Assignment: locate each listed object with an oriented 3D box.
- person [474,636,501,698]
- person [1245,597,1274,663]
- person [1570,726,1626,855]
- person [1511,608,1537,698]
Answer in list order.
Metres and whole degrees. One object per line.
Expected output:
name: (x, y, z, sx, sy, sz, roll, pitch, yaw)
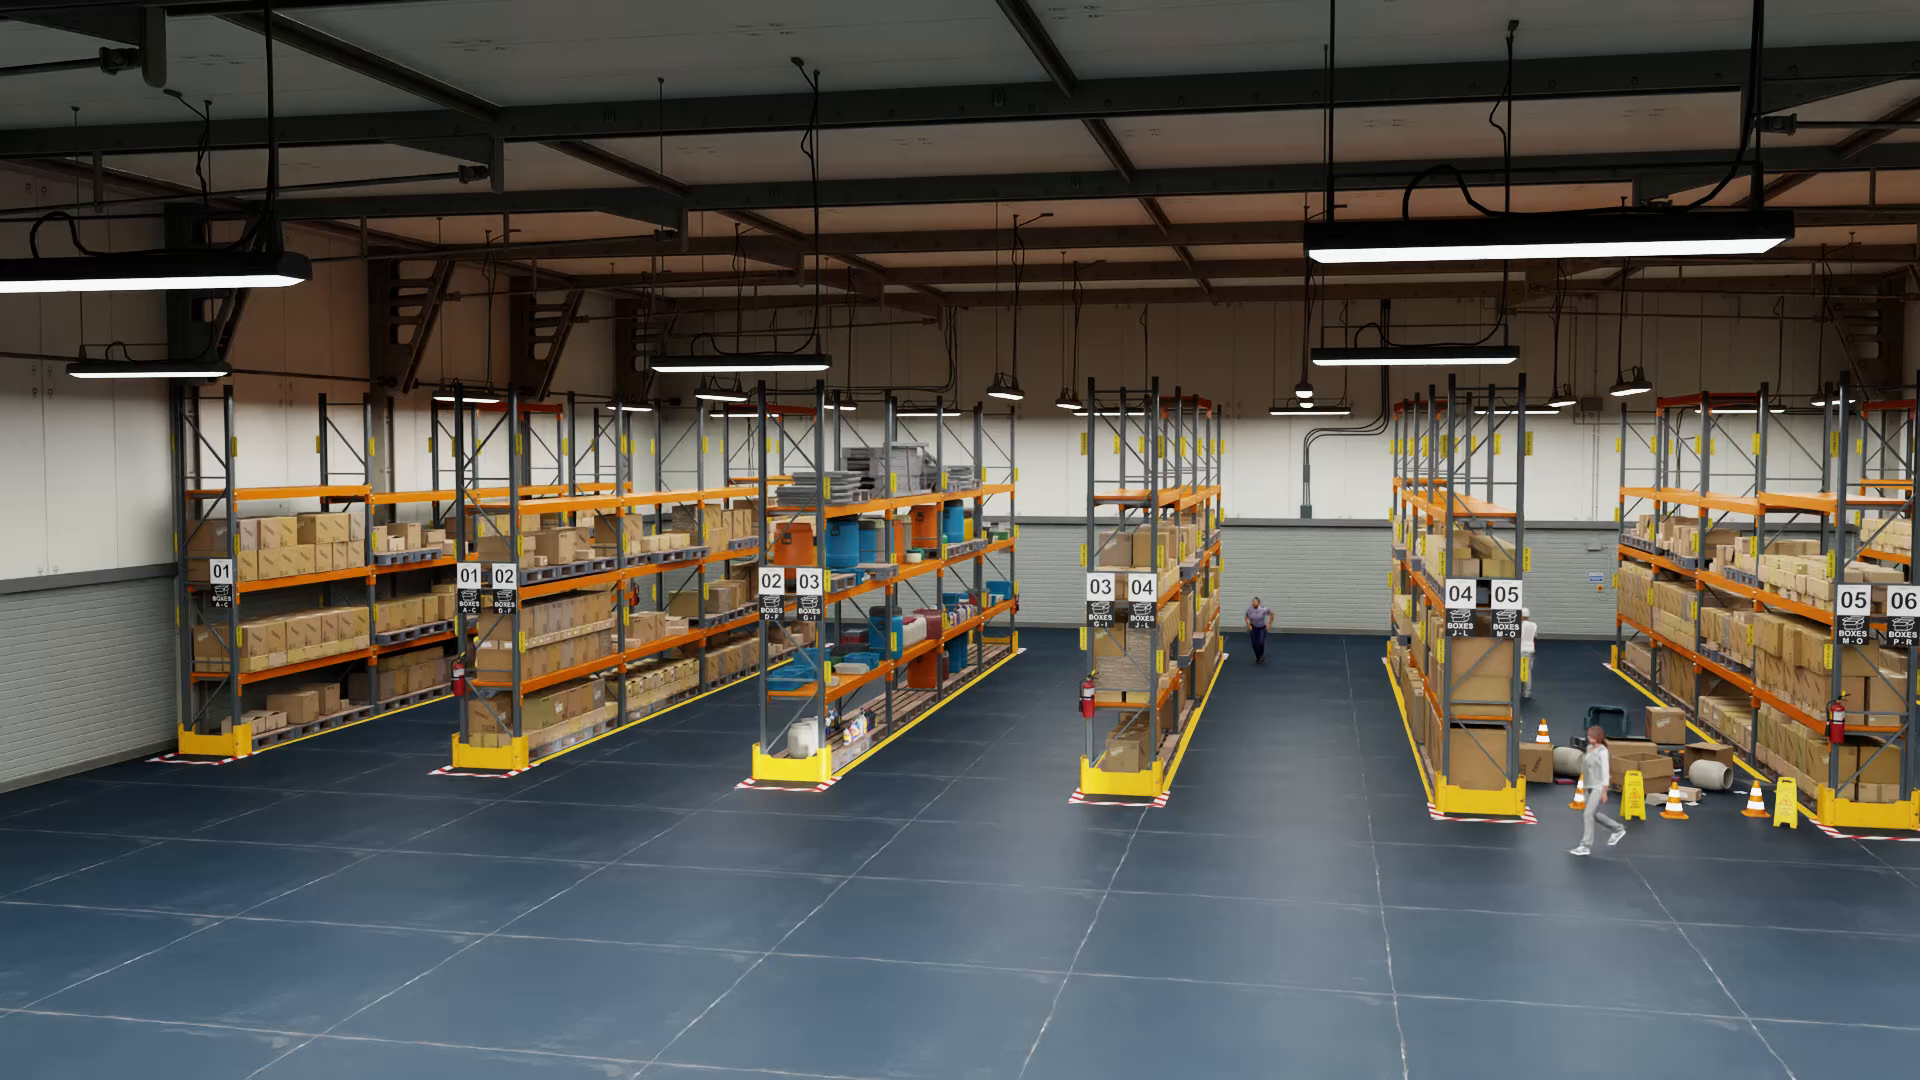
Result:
person: (-8.849, 2.381, 31.018, 0.601, 1.754, 0.509, 1, 3, 21)
person: (6.907, 2.079, 38.309, 0.660, 1.563, 0.741, 1, 3, 21)
person: (7.849, 3.059, 20.459, 0.808, 1.564, 0.442, 0, 3, -9)
person: (11.279, 2.254, 33.201, 0.532, 1.783, 0.545, 0, 3, 2)
